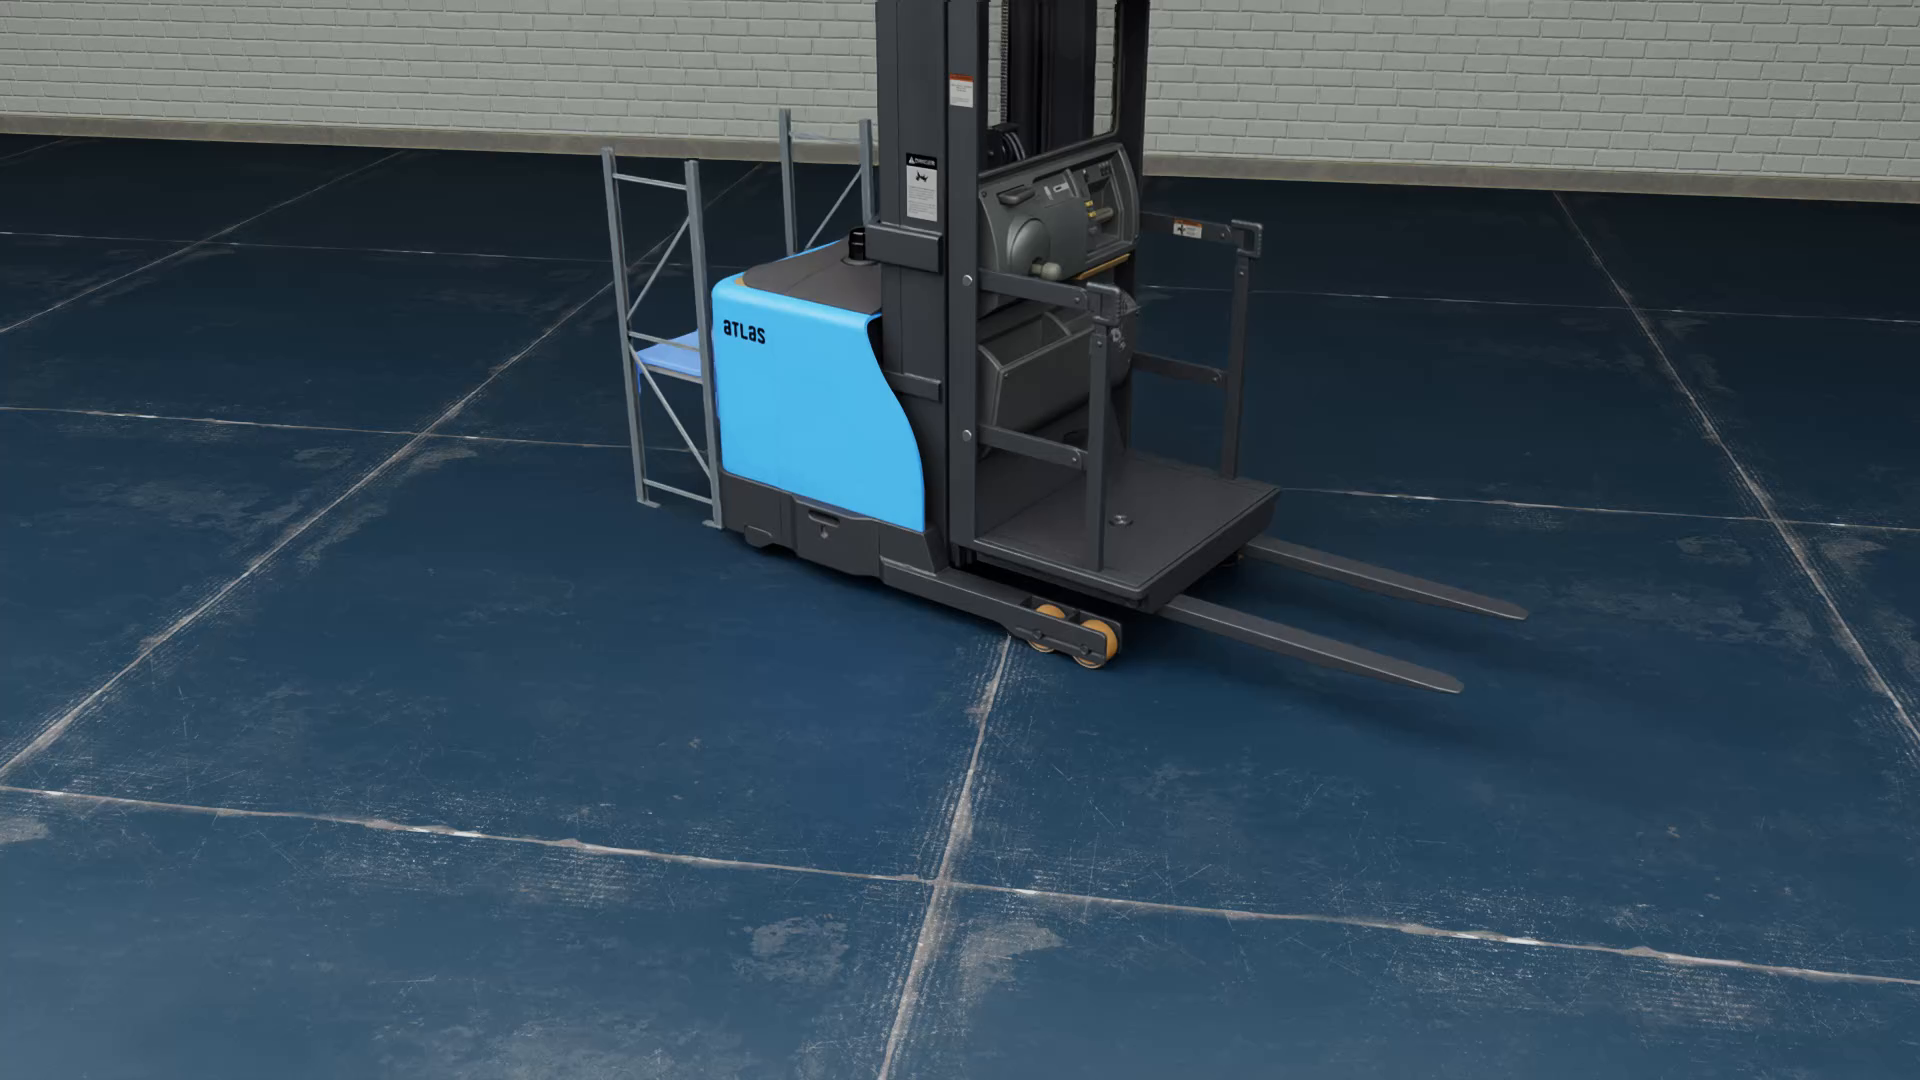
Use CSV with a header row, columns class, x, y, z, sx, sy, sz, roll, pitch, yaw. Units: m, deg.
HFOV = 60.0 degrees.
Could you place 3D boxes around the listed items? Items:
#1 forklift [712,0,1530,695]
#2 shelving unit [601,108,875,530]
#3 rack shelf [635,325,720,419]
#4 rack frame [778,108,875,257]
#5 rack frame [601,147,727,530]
class,x,y,z,sx,sy,sz,roll,pitch,yaw
forklift,0.529,-1.136,5.720,3.031,2.935,1.130,17,30,32
shelving unit,-0.874,-0.961,7.023,0.538,1.500,1.048,17,30,33
rack shelf,-0.871,-0.797,7.098,0.538,0.185,1.000,17,30,33
rack frame,-0.569,-1.133,7.392,0.500,1.500,0.032,17,30,33
rack frame,-1.178,-0.788,6.655,0.500,1.500,0.032,17,30,33
